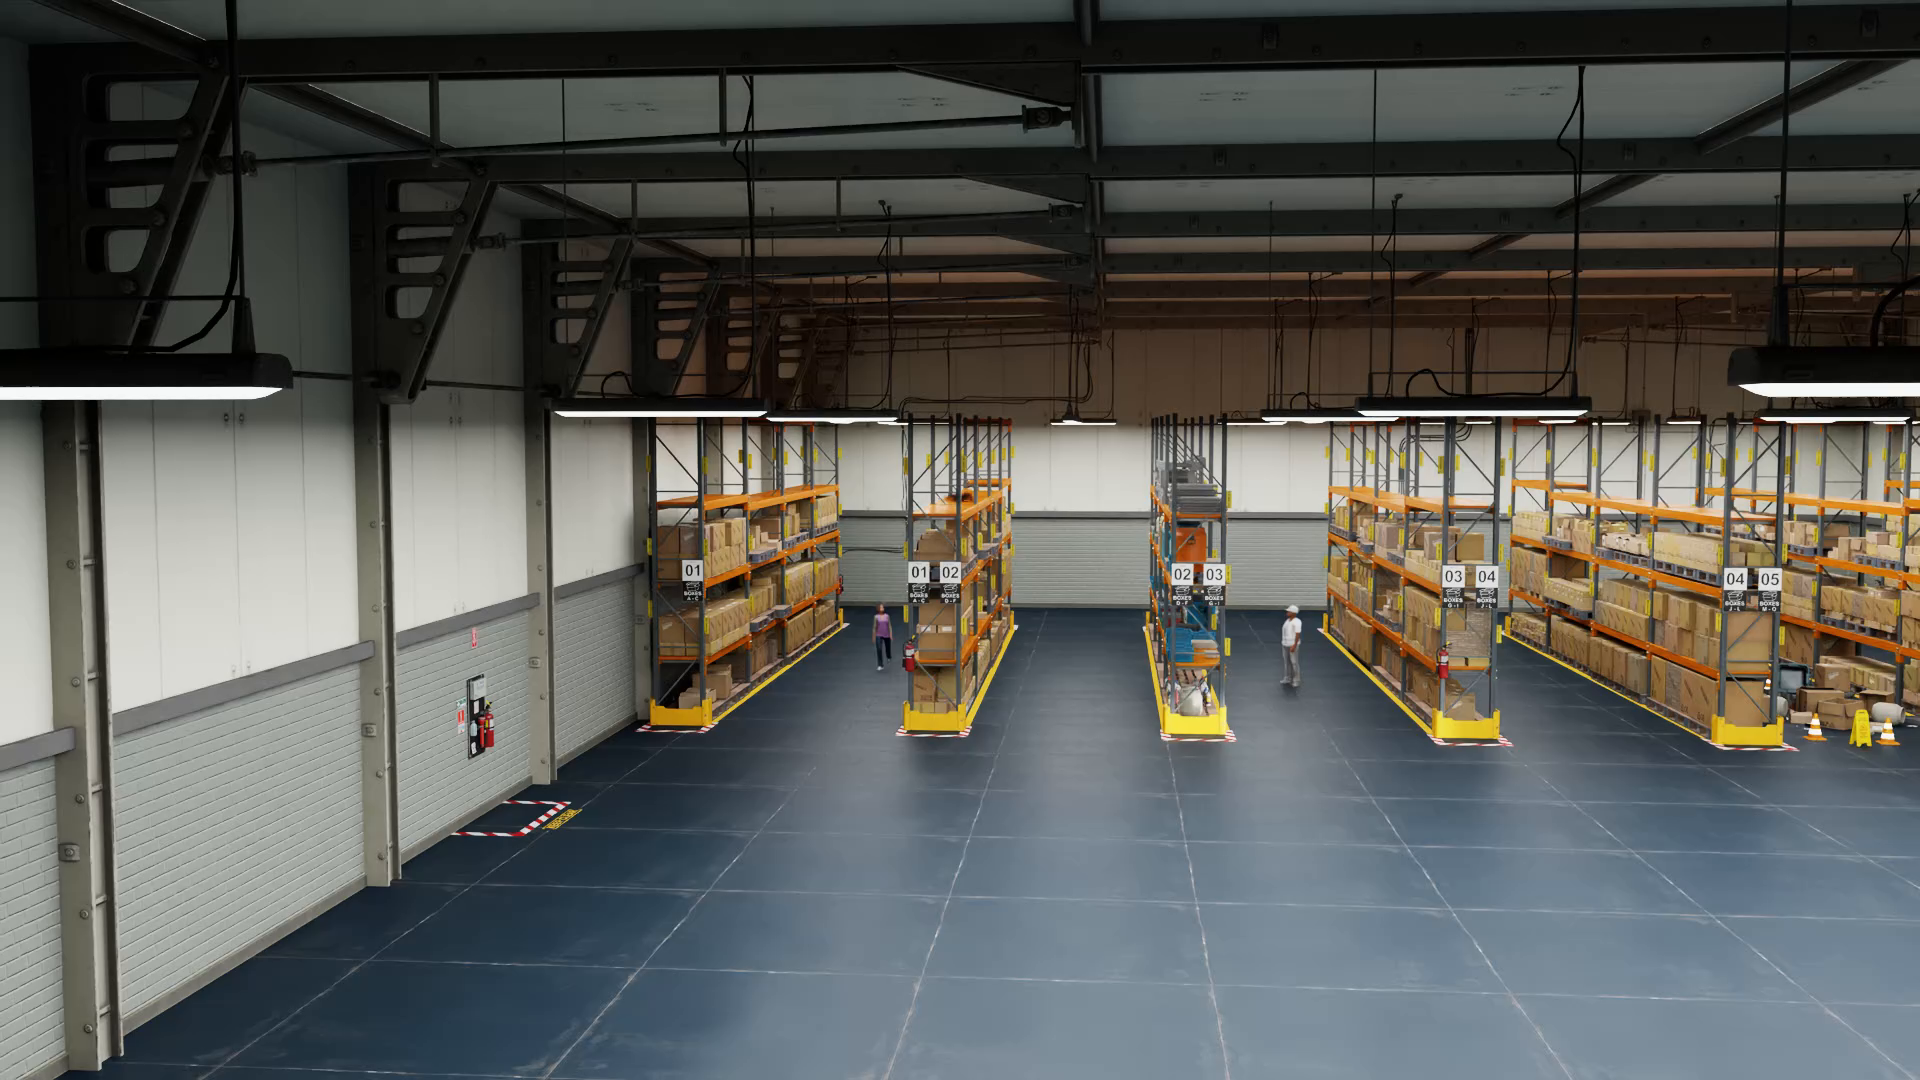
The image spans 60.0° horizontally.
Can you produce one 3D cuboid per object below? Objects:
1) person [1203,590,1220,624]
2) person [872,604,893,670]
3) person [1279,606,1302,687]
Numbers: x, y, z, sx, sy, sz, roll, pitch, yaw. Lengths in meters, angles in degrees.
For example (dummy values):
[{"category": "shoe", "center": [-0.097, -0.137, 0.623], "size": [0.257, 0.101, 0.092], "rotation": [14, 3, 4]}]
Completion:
[{"category": "person", "center": [7.419, 1.543, 48.872], "size": [0.567, 1.803, 0.559], "rotation": [0, 4, -6]}, {"category": "person", "center": [-1.830, 2.288, 39.441], "size": [0.479, 1.537, 0.796], "rotation": [0, 4, 1]}, {"category": "person", "center": [7.380, 2.361, 37.112], "size": [0.437, 1.803, 0.589], "rotation": [-3, 5, -34]}]
